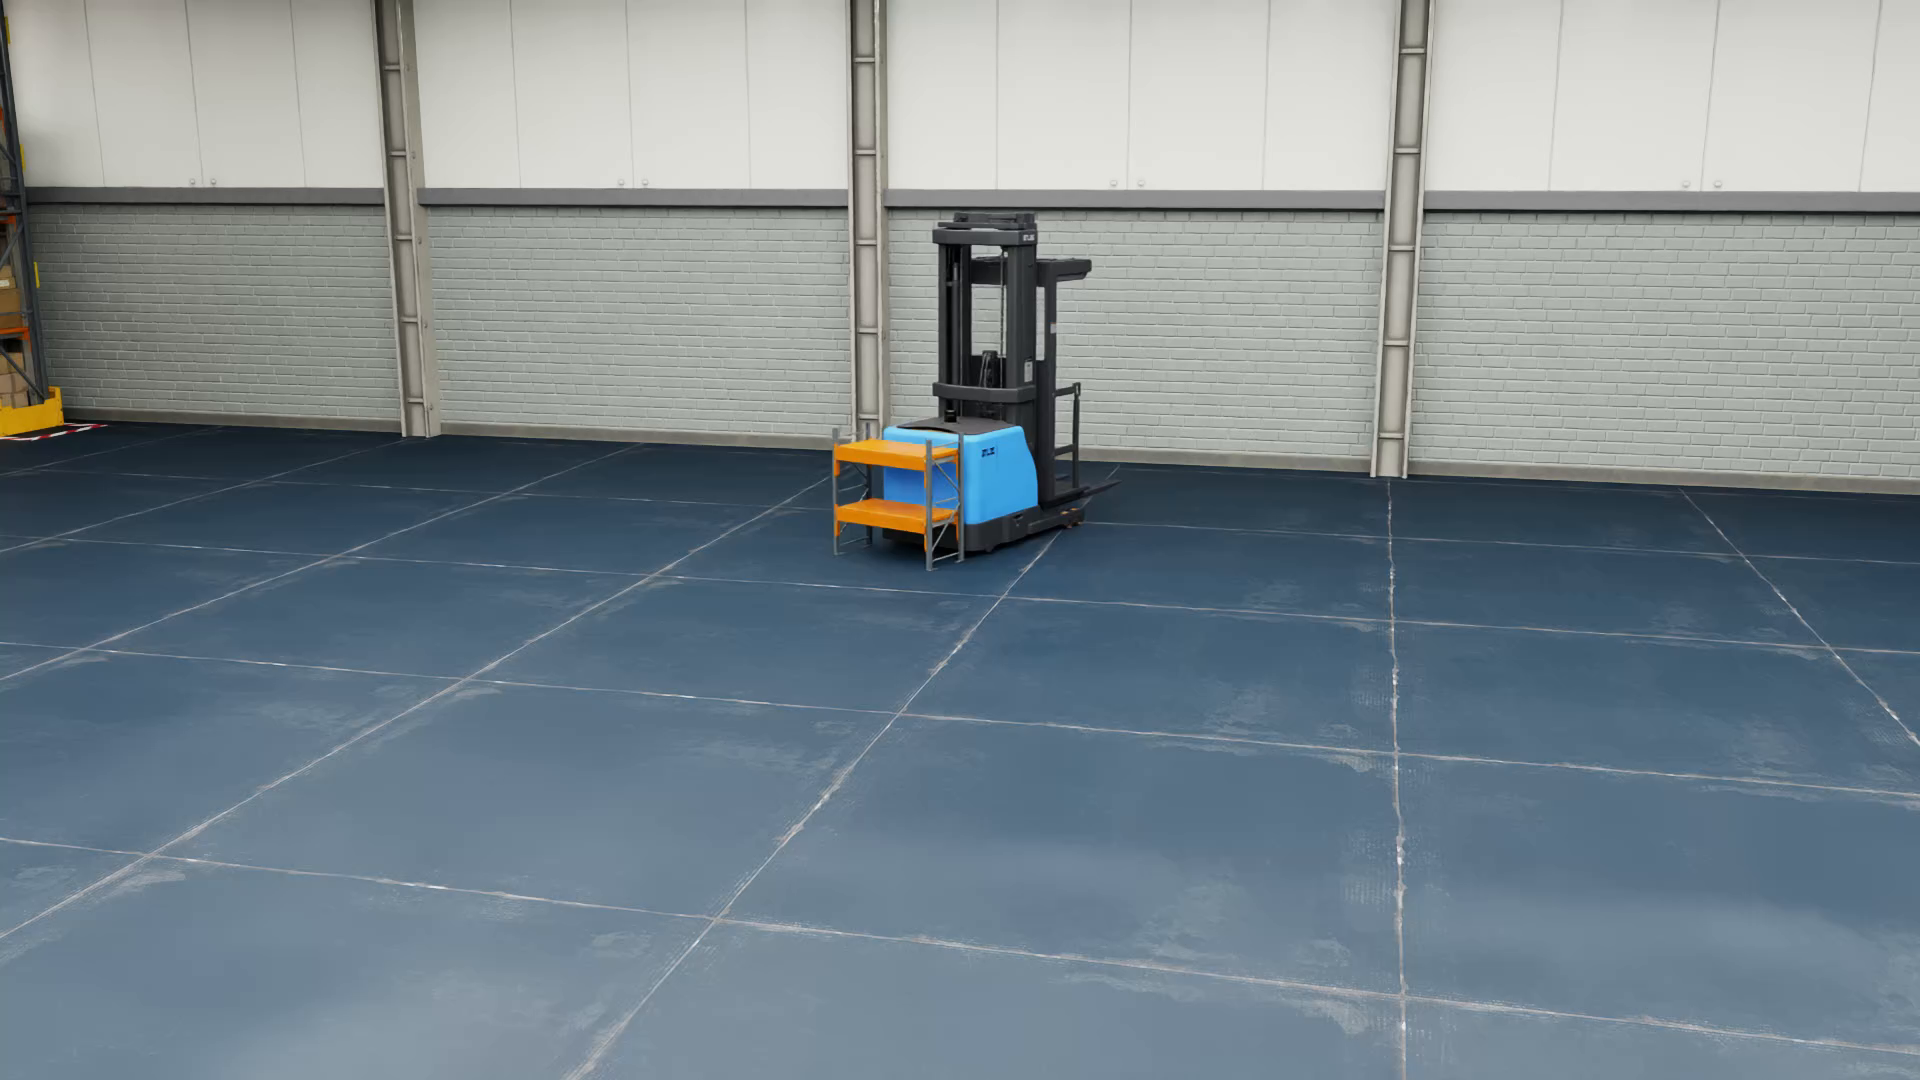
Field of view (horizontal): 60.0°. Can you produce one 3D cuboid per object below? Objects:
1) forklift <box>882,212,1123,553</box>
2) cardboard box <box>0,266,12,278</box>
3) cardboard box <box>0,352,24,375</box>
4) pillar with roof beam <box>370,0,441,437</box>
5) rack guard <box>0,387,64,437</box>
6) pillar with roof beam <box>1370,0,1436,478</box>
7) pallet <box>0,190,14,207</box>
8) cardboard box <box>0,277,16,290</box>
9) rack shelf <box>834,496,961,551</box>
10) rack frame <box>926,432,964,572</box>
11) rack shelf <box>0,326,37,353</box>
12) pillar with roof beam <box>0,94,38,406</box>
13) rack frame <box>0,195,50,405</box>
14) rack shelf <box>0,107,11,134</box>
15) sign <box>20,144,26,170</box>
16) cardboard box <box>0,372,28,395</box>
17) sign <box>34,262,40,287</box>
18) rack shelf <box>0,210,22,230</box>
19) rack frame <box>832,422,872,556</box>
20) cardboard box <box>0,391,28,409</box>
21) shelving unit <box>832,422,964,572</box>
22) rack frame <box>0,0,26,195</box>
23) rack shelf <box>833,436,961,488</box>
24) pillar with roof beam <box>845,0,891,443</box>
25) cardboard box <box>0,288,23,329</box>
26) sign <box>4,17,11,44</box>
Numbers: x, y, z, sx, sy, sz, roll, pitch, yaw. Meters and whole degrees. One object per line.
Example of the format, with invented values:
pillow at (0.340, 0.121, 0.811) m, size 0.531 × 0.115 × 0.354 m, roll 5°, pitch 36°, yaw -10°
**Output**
forklift at (0.538, -1.589, 15.628) m, size 1.130 × 2.935 × 3.031 m, roll 8°, pitch 15°, yaw 33°
cardboard box at (-12.526, -3.467, 21.521) m, size 0.250 × 0.149 × 0.380 m, roll 3°, pitch 13°, yaw 12°
cardboard box at (-12.672, -2.310, 21.789) m, size 0.500 × 0.250 × 0.500 m, roll 3°, pitch 13°, yaw 13°
pillar with roof beam at (-7.917, -4.832, 16.236) m, size 0.400 × 9.000 × 9.100 m, roll 3°, pitch 13°, yaw 14°
rack guard at (-12.228, -1.672, 21.618) m, size 0.348 × 0.500 × 1.175 m, roll 3°, pitch 13°, yaw 14°
pillar with roof beam at (3.733, -4.209, 13.429) m, size 0.400 × 9.000 × 9.100 m, roll 3°, pitch 13°, yaw 14°
pallet at (-12.931, -4.357, 21.227) m, size 1.213 × 0.211 × 1.003 m, roll 3°, pitch 13°, yaw 14°
cardboard box at (-12.518, -3.332, 21.597) m, size 0.250 × 0.149 × 0.380 m, roll 3°, pitch 13°, yaw 12°
rack shelf at (-0.538, -0.154, 14.459) m, size 1.000 × 0.278 × 0.538 m, roll 9°, pitch 15°, yaw 35°
rack frame at (-0.126, -0.328, 14.115) m, size 0.032 × 1.125 × 0.500 m, roll 9°, pitch 15°, yaw 35°
rack shelf at (-14.193, -2.647, 21.899) m, size 4.000 × 0.370 × 1.077 m, roll 3°, pitch 13°, yaw 14°
pillar with roof beam at (-13.742, -5.143, 17.640) m, size 0.400 × 9.000 × 9.100 m, roll 3°, pitch 13°, yaw 14°
rack frame at (-12.251, -2.894, 21.353) m, size 0.127 × 3.000 × 1.000 m, roll 3°, pitch 13°, yaw 14°
rack shelf at (-14.193, -5.380, 21.292) m, size 4.000 × 0.370 × 1.077 m, roll 3°, pitch 13°, yaw 14°
sign at (-12.112, -4.940, 21.449) m, size 0.005 × 0.325 × 0.100 m, roll 3°, pitch 13°, yaw 14°
cardboard box at (-12.658, -2.069, 21.858) m, size 0.500 × 0.250 × 0.500 m, roll 3°, pitch 13°, yaw 15°
sign at (-12.112, -3.472, 21.775) m, size 0.005 × 0.325 × 0.100 m, roll 3°, pitch 13°, yaw 14°
rack shelf at (-14.193, -4.111, 21.574) m, size 4.000 × 0.370 × 1.077 m, roll 3°, pitch 13°, yaw 14°
rack frame at (-0.950, -0.457, 14.696) m, size 0.032 × 1.125 × 0.500 m, roll 9°, pitch 15°, yaw 35°
cardboard box at (-12.681, -1.823, 21.905) m, size 0.500 × 0.250 × 0.500 m, roll 3°, pitch 13°, yaw 14°
shelving unit at (-0.538, -0.393, 14.406) m, size 1.048 × 1.125 × 0.538 m, roll 9°, pitch 15°, yaw 35°
rack frame at (-12.251, -5.823, 20.703) m, size 0.127 × 3.000 × 1.000 m, roll 3°, pitch 13°, yaw 14°
rack shelf at (-0.538, -0.678, 14.342) m, size 1.000 × 0.278 × 0.538 m, roll 9°, pitch 15°, yaw 35°
pillar with roof beam at (-2.092, -4.520, 14.833) m, size 0.400 × 9.000 × 9.100 m, roll 3°, pitch 13°, yaw 14°
cardboard box at (-12.665, -3.027, 21.721) m, size 0.500 × 0.500 × 0.500 m, roll 3°, pitch 13°, yaw 15°
sign at (-12.112, -6.473, 21.109) m, size 0.005 × 0.325 × 0.100 m, roll 3°, pitch 13°, yaw 14°
